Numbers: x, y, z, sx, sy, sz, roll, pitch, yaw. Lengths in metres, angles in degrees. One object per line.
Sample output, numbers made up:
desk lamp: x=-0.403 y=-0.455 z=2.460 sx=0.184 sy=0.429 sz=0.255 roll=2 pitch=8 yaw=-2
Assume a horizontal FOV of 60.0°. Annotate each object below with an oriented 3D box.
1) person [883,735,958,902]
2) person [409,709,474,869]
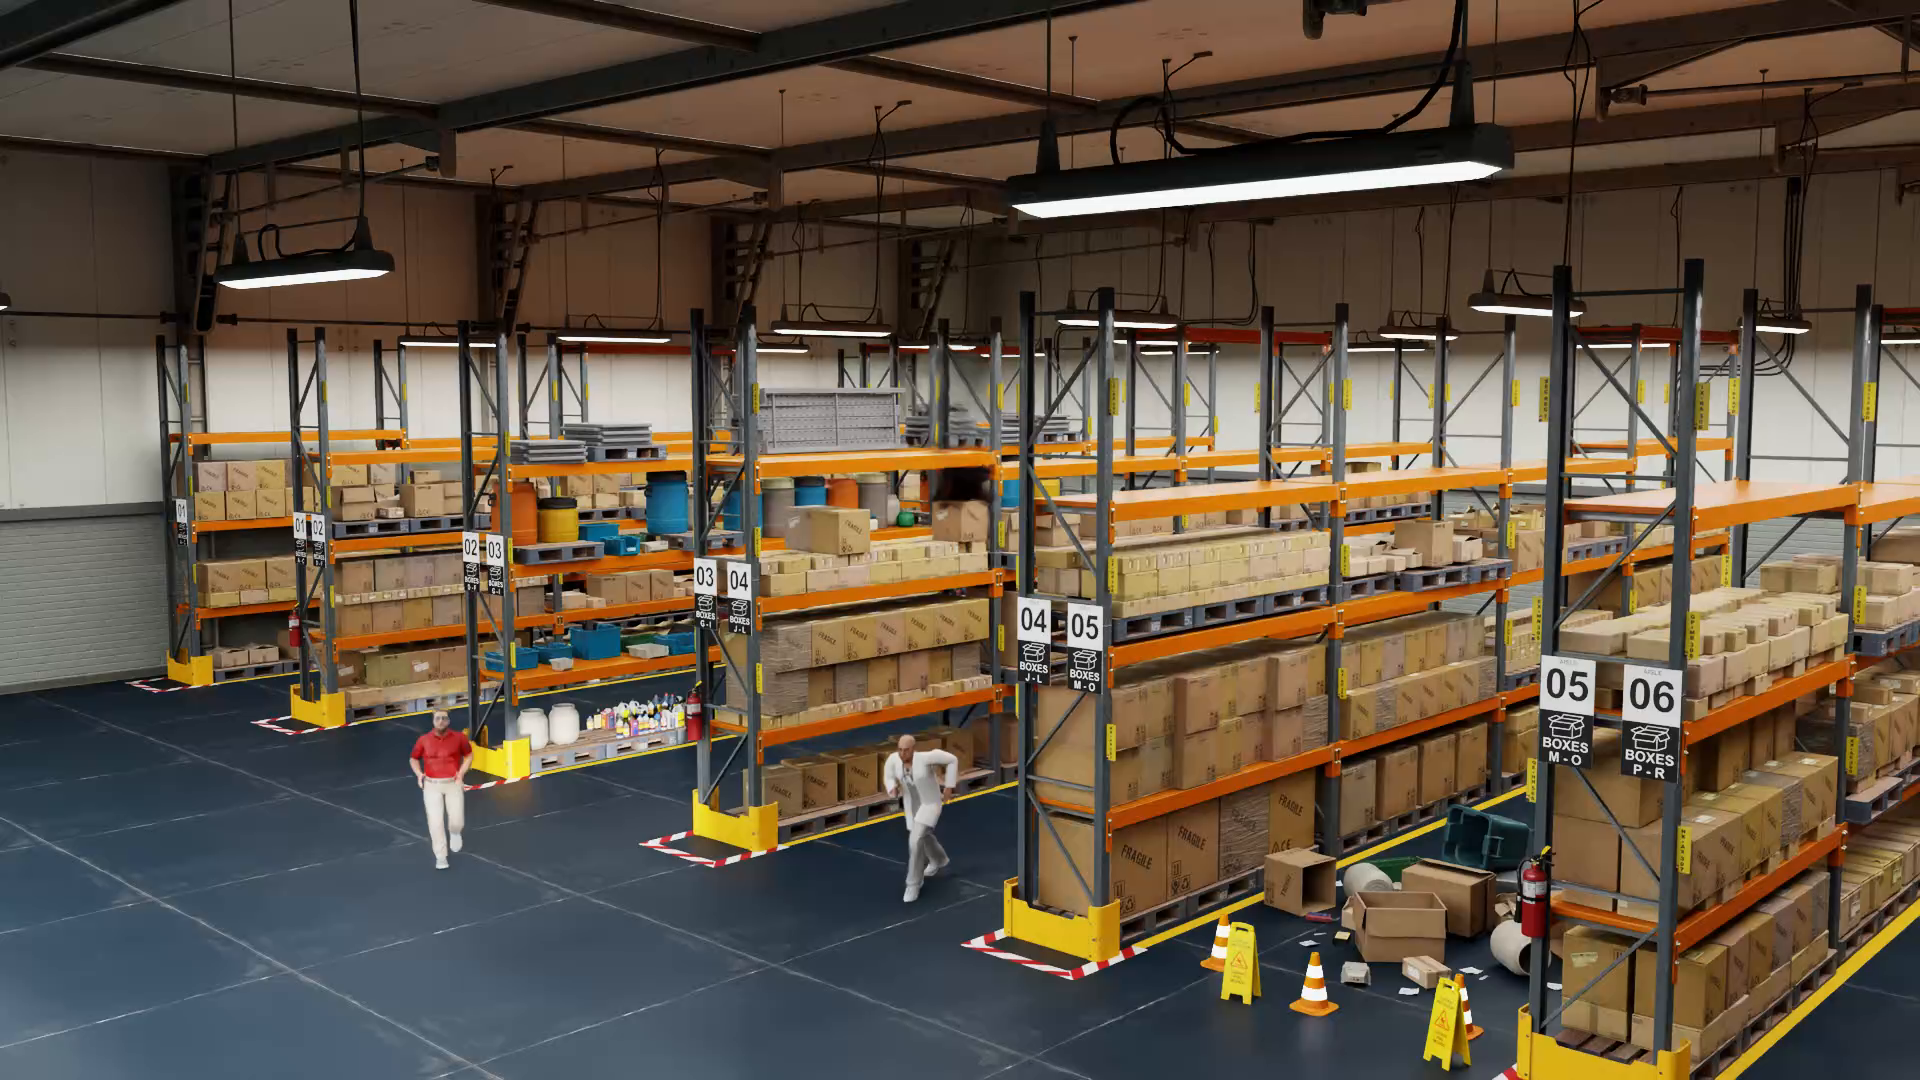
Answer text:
person: x=-0.358 y=2.787 z=16.921 sx=0.753 sy=1.709 sz=1.071 roll=3 pitch=6 yaw=25
person: x=-5.570 y=2.653 z=17.895 sx=0.664 sy=1.667 sz=0.622 roll=-2 pitch=6 yaw=-17
